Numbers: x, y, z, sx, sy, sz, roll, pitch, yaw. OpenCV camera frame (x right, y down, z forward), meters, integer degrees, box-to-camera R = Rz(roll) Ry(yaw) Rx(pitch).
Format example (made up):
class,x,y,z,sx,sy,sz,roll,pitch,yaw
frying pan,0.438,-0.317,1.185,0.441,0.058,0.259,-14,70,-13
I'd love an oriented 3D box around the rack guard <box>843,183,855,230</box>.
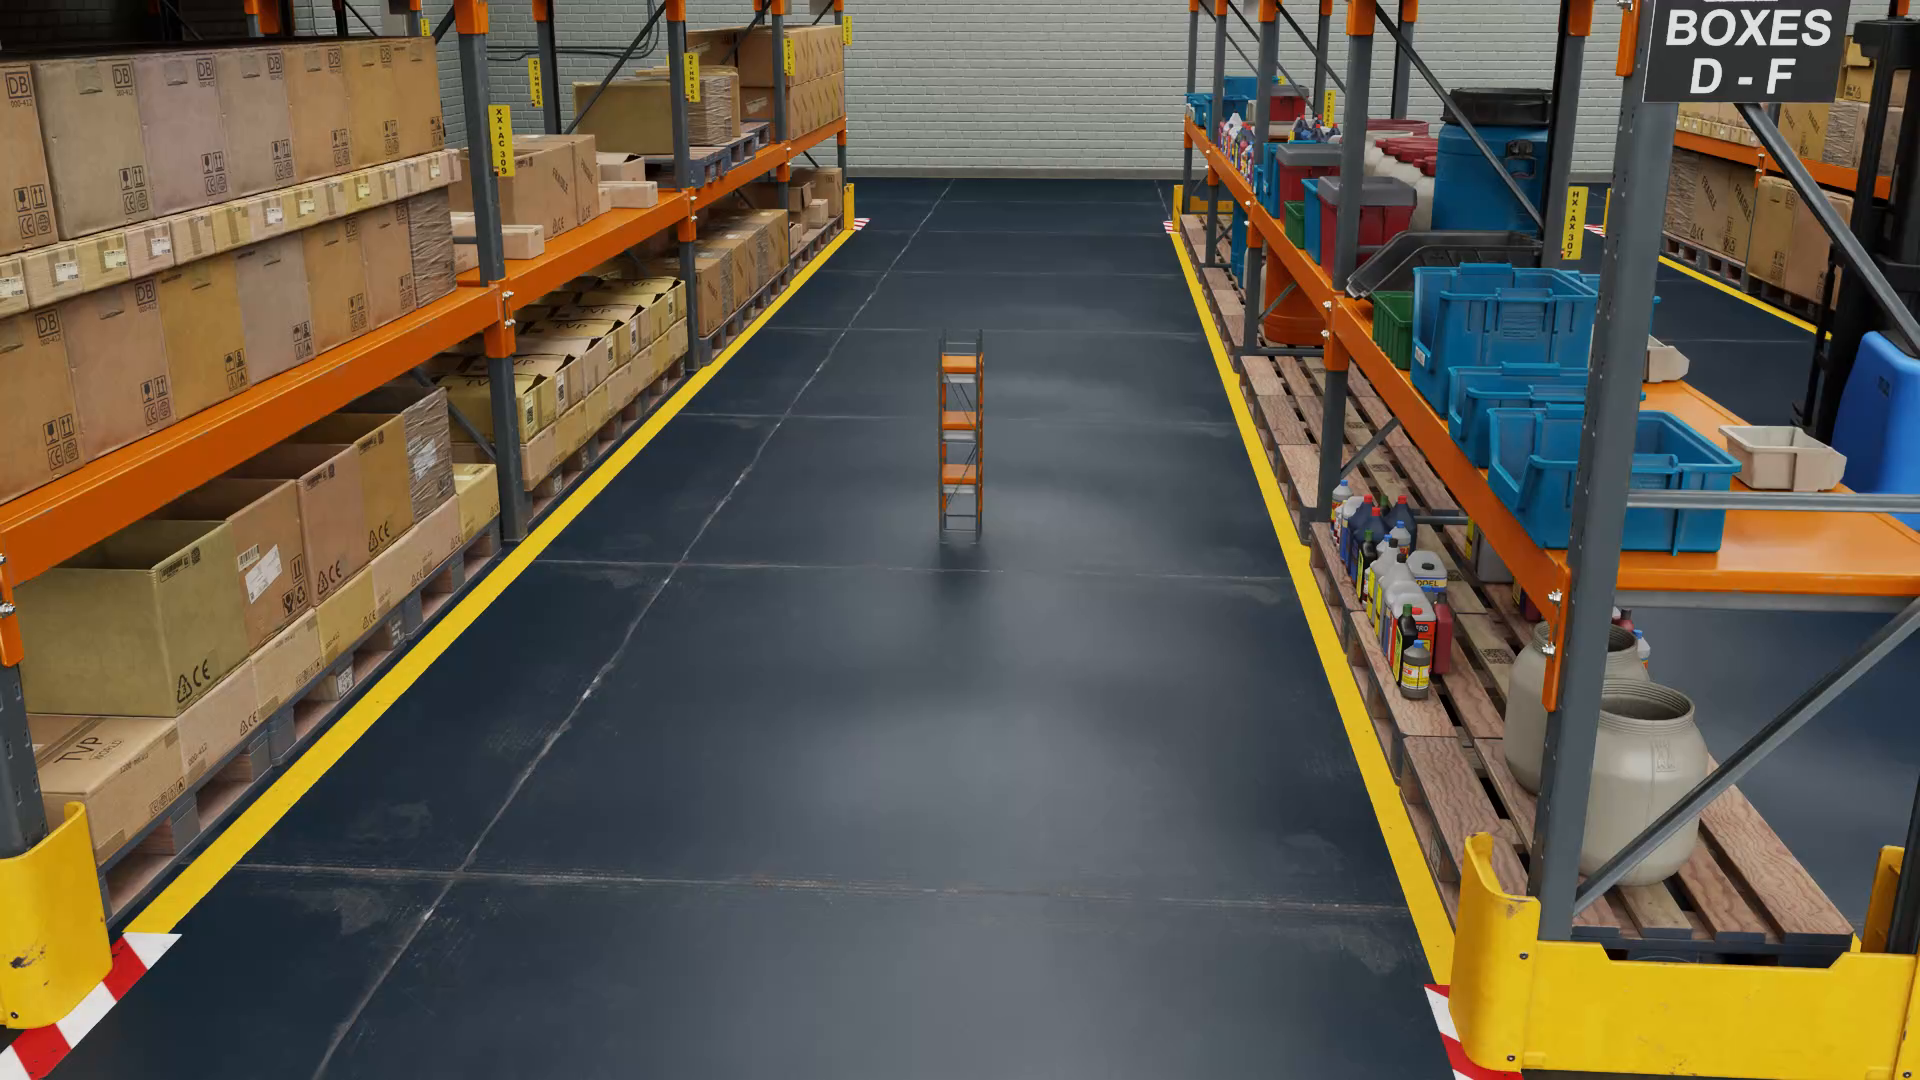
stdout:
class,x,y,z,sx,sy,sz,roll,pitch,yaw
rack guard,-1.849,-3.951,19.677,1.175,0.500,0.348,1,18,4

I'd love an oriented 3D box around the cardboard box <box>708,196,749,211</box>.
class,x,y,z,sx,sy,sz,roll,pitch,yaw
cardboard box,-2.373,-3.124,16.448,0.500,0.500,0.500,1,18,4

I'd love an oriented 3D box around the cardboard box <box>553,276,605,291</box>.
class,x,y,z,sx,sy,sz,roll,pitch,yaw
cardboard box,-2.748,-1.681,11.576,0.500,0.311,0.500,2,18,6

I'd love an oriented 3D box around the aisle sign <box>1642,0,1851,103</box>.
class,x,y,z,sx,sy,sz,roll,pitch,yaw
aisle sign,1.648,-1.301,3.400,0.394,0.787,0.004,1,18,4

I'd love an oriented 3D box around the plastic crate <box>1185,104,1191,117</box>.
class,x,y,z,sx,sy,sz,roll,pitch,yaw
plastic crate,2.645,-4.786,18.540,0.250,0.136,0.298,1,18,4

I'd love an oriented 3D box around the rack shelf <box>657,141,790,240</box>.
class,x,y,z,sx,sy,sz,roll,pitch,yaw
rack shelf,-2.274,-2.957,13.784,1.077,0.370,4.000,1,18,4

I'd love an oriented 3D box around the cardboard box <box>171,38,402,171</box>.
class,x,y,z,sx,sy,sz,roll,pitch,yaw
cardboard box,-2.764,-1.804,6.868,0.700,0.500,0.500,1,18,4

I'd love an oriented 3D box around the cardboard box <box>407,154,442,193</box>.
class,x,y,z,sx,sy,sz,roll,pitch,yaw
cardboard box,-2.529,-1.625,7.362,0.380,0.149,0.250,1,18,3

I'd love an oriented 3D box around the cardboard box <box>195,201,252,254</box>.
class,x,y,z,sx,sy,sz,roll,pitch,yaw
cardboard box,-2.657,-1.066,5.656,0.380,0.149,0.250,1,18,3

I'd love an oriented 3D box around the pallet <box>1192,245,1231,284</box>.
class,x,y,z,sx,sy,sz,roll,pitch,yaw
pallet,2.824,-2.712,16.361,1.003,0.211,1.213,1,18,4

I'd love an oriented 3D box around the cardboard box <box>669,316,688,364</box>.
class,x,y,z,sx,sy,sz,roll,pitch,yaw
cardboard box,-2.212,-1.401,11.624,0.500,0.250,0.500,2,18,5

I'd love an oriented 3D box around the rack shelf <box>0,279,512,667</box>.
class,x,y,z,sx,sy,sz,roll,pitch,yaw
rack shelf,-2.847,-0.472,6.202,1.077,0.370,4.000,1,18,4

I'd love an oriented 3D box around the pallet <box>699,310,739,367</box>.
class,x,y,z,sx,sy,sz,roll,pitch,yaw
pallet,-2.326,-1.583,12.916,1.003,0.211,1.213,1,18,4

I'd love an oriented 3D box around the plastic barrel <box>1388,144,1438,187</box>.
class,x,y,z,sx,sy,sz,roll,pitch,yaw
plastic barrel,2.576,-1.908,9.211,0.433,0.535,0.433,0,18,0

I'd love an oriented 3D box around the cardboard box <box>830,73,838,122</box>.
class,x,y,z,sx,sy,sz,roll,pitch,yaw
cardboard box,-1.638,-4.903,18.409,0.500,0.500,0.500,1,18,4

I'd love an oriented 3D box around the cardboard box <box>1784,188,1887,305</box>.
class,x,y,z,sx,sy,sz,roll,pitch,yaw
cardboard box,7.661,-2.411,13.700,1.225,0.875,0.875,1,18,2

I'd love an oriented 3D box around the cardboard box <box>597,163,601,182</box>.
class,x,y,z,sx,sy,sz,roll,pitch,yaw
cardboard box,-2.674,-2.362,10.956,0.500,0.311,0.500,1,18,3

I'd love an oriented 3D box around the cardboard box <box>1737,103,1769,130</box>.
class,x,y,z,sx,sy,sz,roll,pitch,yaw
cardboard box,7.520,-3.911,15.303,0.500,0.250,0.500,1,18,3

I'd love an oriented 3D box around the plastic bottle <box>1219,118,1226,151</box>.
class,x,y,z,sx,sy,sz,roll,pitch,yaw
plastic bottle,2.349,-3.607,14.800,0.061,0.283,0.133,1,18,4

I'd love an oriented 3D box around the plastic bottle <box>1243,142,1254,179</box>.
class,x,y,z,sx,sy,sz,roll,pitch,yaw
plastic bottle,2.198,-2.868,12.564,0.097,0.271,0.097,0,18,0

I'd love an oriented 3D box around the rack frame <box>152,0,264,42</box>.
class,x,y,z,sx,sy,sz,roll,pitch,yaw
rack frame,-7.072,-4.029,15.902,1.000,3.000,0.127,1,18,4

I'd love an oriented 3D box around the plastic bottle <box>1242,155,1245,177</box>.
class,x,y,z,sx,sy,sz,roll,pitch,yaw
plastic bottle,2.205,-2.865,12.667,0.097,0.201,0.097,0,18,0

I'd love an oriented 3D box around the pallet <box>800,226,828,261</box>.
class,x,y,z,sx,sy,sz,roll,pitch,yaw
pallet,-1.995,-3.188,17.813,1.003,0.211,1.213,1,18,4

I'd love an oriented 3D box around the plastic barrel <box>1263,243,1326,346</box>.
class,x,y,z,sx,sy,sz,roll,pitch,yaw
plastic barrel,2.541,-1.886,12.173,0.600,0.830,0.708,1,18,4

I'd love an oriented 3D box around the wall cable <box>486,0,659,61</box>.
class,x,y,z,sx,sy,sz,roll,pitch,yaw
wall cable,-6.023,-8.395,24.579,3.097,2.526,0.112,1,18,4

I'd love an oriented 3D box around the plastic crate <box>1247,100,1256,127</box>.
class,x,y,z,sx,sy,sz,roll,pitch,yaw
plastic crate,3.103,-4.250,16.671,0.437,0.282,0.530,1,18,4

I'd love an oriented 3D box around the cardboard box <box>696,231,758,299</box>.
class,x,y,z,sx,sy,sz,roll,pitch,yaw
cardboard box,-1.994,-2.314,13.976,0.500,0.500,0.500,1,18,2

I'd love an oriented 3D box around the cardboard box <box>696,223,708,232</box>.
class,x,y,z,sx,sy,sz,roll,pitch,yaw
cardboard box,-2.479,-2.475,14.467,0.500,0.500,0.500,2,18,5

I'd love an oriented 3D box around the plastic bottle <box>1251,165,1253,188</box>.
class,x,y,z,sx,sy,sz,roll,pitch,yaw
plastic bottle,2.153,-2.642,11.987,0.097,0.201,0.097,0,18,0

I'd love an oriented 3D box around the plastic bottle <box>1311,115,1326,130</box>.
class,x,y,z,sx,sy,sz,roll,pitch,yaw
plastic bottle,3.057,-3.434,14.166,0.144,0.351,0.185,1,18,4

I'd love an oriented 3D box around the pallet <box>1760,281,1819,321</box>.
class,x,y,z,sx,sy,sz,roll,pitch,yaw
pallet,7.770,-2.131,14.587,1.003,0.211,1.213,1,18,4

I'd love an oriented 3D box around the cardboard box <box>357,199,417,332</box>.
class,x,y,z,sx,sy,sz,roll,pitch,yaw
cardboard box,-2.761,-1.181,7.048,0.700,0.500,0.500,1,18,3

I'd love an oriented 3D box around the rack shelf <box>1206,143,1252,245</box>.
class,x,y,z,sx,sy,sz,roll,pitch,yaw
rack shelf,2.667,-2.845,13.443,1.077,0.370,4.000,1,18,4

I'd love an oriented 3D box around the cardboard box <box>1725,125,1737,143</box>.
class,x,y,z,sx,sy,sz,roll,pitch,yaw
cardboard box,7.482,-3.840,15.727,0.380,0.149,0.250,1,18,3

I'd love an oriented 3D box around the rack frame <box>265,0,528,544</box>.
class,x,y,z,sx,sy,sz,roll,pitch,yaw
rack frame,-2.704,-1.435,7.985,1.000,3.000,0.127,1,18,4

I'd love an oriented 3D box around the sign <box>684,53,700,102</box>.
class,x,y,z,sx,sy,sz,roll,pitch,yaw
sign,-1.863,-3.216,11.562,0.100,0.325,0.005,1,18,4

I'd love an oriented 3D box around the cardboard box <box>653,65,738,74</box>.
class,x,y,z,sx,sy,sz,roll,pitch,yaw
cardboard box,-2.387,-4.025,15.053,0.700,0.500,0.500,-5,19,-15

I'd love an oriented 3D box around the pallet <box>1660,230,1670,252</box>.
class,x,y,z,sx,sy,sz,roll,pitch,yaw
pallet,8.058,-3.364,18.352,1.003,0.211,1.213,1,18,4

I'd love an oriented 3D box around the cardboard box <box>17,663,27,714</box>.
class,x,y,z,sx,sy,sz,roll,pitch,yaw
cardboard box,-3.223,0.586,5.560,0.500,0.250,0.500,1,18,4

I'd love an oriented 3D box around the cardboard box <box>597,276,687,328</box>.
class,x,y,z,sx,sy,sz,roll,pitch,yaw
cardboard box,-2.209,-1.669,11.539,0.500,0.311,0.500,2,18,5

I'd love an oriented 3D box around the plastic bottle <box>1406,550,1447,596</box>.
class,x,y,z,sx,sy,sz,roll,pitch,yaw
plastic bottle,1.870,0.189,6.695,0.152,0.276,0.135,1,18,4

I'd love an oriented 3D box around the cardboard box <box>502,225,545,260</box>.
class,x,y,z,sx,sy,sz,roll,pitch,yaw
cardboard box,-2.437,-1.586,8.850,0.380,0.149,0.250,1,18,4

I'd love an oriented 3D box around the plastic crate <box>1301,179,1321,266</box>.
class,x,y,z,sx,sy,sz,roll,pitch,yaw
plastic crate,2.005,-1.665,8.714,0.392,0.384,0.575,1,18,4

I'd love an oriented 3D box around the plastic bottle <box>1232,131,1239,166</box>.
class,x,y,z,sx,sy,sz,roll,pitch,yaw
plastic bottle,2.271,-3.186,13.537,0.097,0.271,0.097,0,18,0

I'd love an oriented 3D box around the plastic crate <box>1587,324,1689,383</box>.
class,x,y,z,sx,sy,sz,roll,pitch,yaw
plastic crate,2.373,-0.688,6.129,0.530,0.136,0.437,1,18,4

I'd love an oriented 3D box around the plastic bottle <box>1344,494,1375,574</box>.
class,x,y,z,sx,sy,sz,roll,pitch,yaw
plastic bottle,1.765,-0.032,7.252,0.144,0.351,0.185,2,18,5

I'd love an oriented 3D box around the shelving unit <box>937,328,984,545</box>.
class,x,y,z,sx,sy,sz,roll,pitch,yaw
shelving unit,0.004,-0.516,8.310,0.215,1.050,0.252,1,18,4

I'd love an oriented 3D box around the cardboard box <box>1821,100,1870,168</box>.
class,x,y,z,sx,sy,sz,roll,pitch,yaw
cardboard box,7.396,-3.296,13.504,0.500,0.500,0.500,1,18,3

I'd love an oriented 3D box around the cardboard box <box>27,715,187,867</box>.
class,x,y,z,sx,sy,sz,roll,pitch,yaw
cardboard box,-2.730,0.753,5.050,0.500,0.250,0.500,1,18,4

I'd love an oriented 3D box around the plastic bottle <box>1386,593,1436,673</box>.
class,x,y,z,sx,sy,sz,roll,pitch,yaw
plastic bottle,1.689,0.346,6.216,0.152,0.276,0.135,1,18,4

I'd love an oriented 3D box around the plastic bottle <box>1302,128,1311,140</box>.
class,x,y,z,sx,sy,sz,roll,pitch,yaw
plastic bottle,2.906,-3.302,13.891,0.097,0.271,0.097,0,18,0

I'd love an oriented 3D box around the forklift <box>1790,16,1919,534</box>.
class,x,y,z,sx,sy,sz,roll,pitch,yaw
forklift,5.083,-1.562,8.482,1.130,2.935,3.031,5,19,15

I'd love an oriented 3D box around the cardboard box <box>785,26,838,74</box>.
class,x,y,z,sx,sy,sz,roll,pitch,yaw
cardboard box,-1.637,-5.383,18.269,0.500,0.500,0.500,2,18,5
